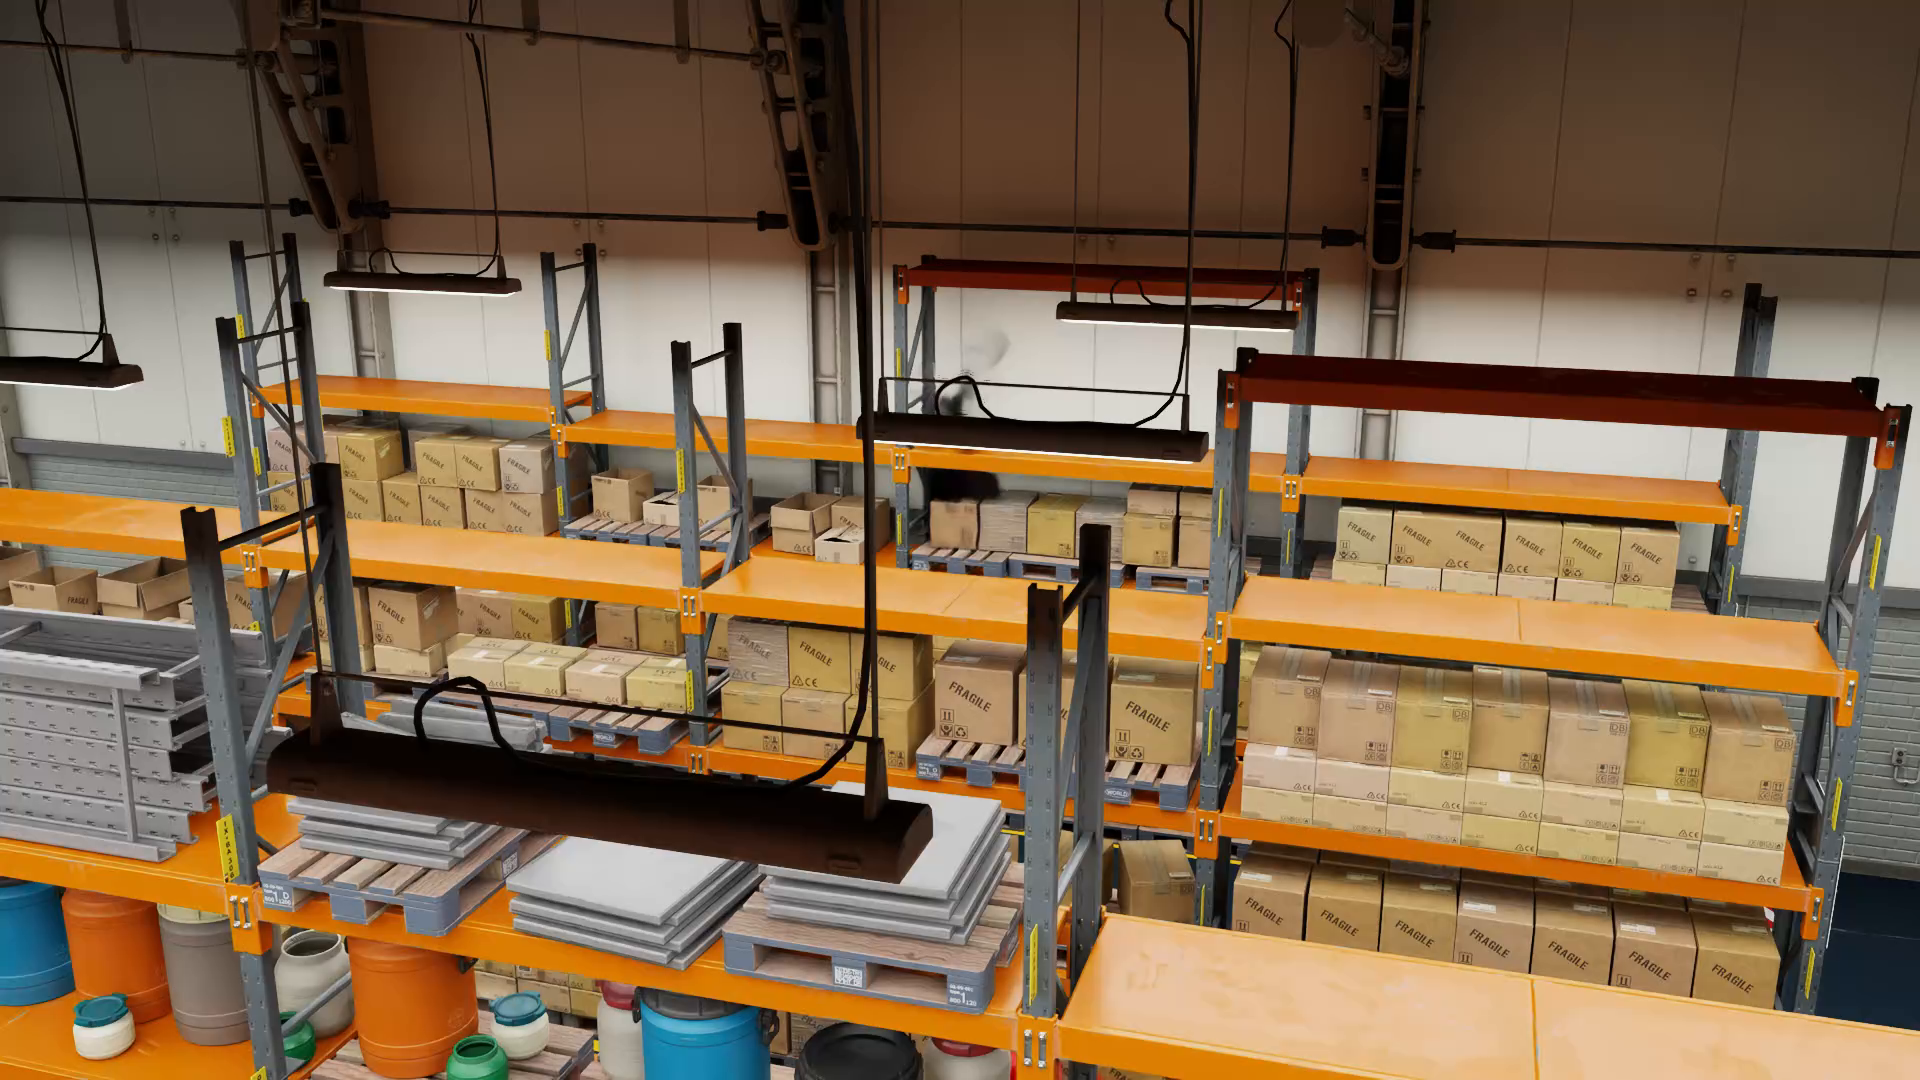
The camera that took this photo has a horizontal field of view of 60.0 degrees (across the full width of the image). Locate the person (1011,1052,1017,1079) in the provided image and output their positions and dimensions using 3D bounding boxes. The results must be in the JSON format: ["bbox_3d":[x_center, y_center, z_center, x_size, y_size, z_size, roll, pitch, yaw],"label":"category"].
[{"bbox_3d":[0.267,4.165,10.968,0.915,1.806,0.644,1,16,4],"label":"person"}]
